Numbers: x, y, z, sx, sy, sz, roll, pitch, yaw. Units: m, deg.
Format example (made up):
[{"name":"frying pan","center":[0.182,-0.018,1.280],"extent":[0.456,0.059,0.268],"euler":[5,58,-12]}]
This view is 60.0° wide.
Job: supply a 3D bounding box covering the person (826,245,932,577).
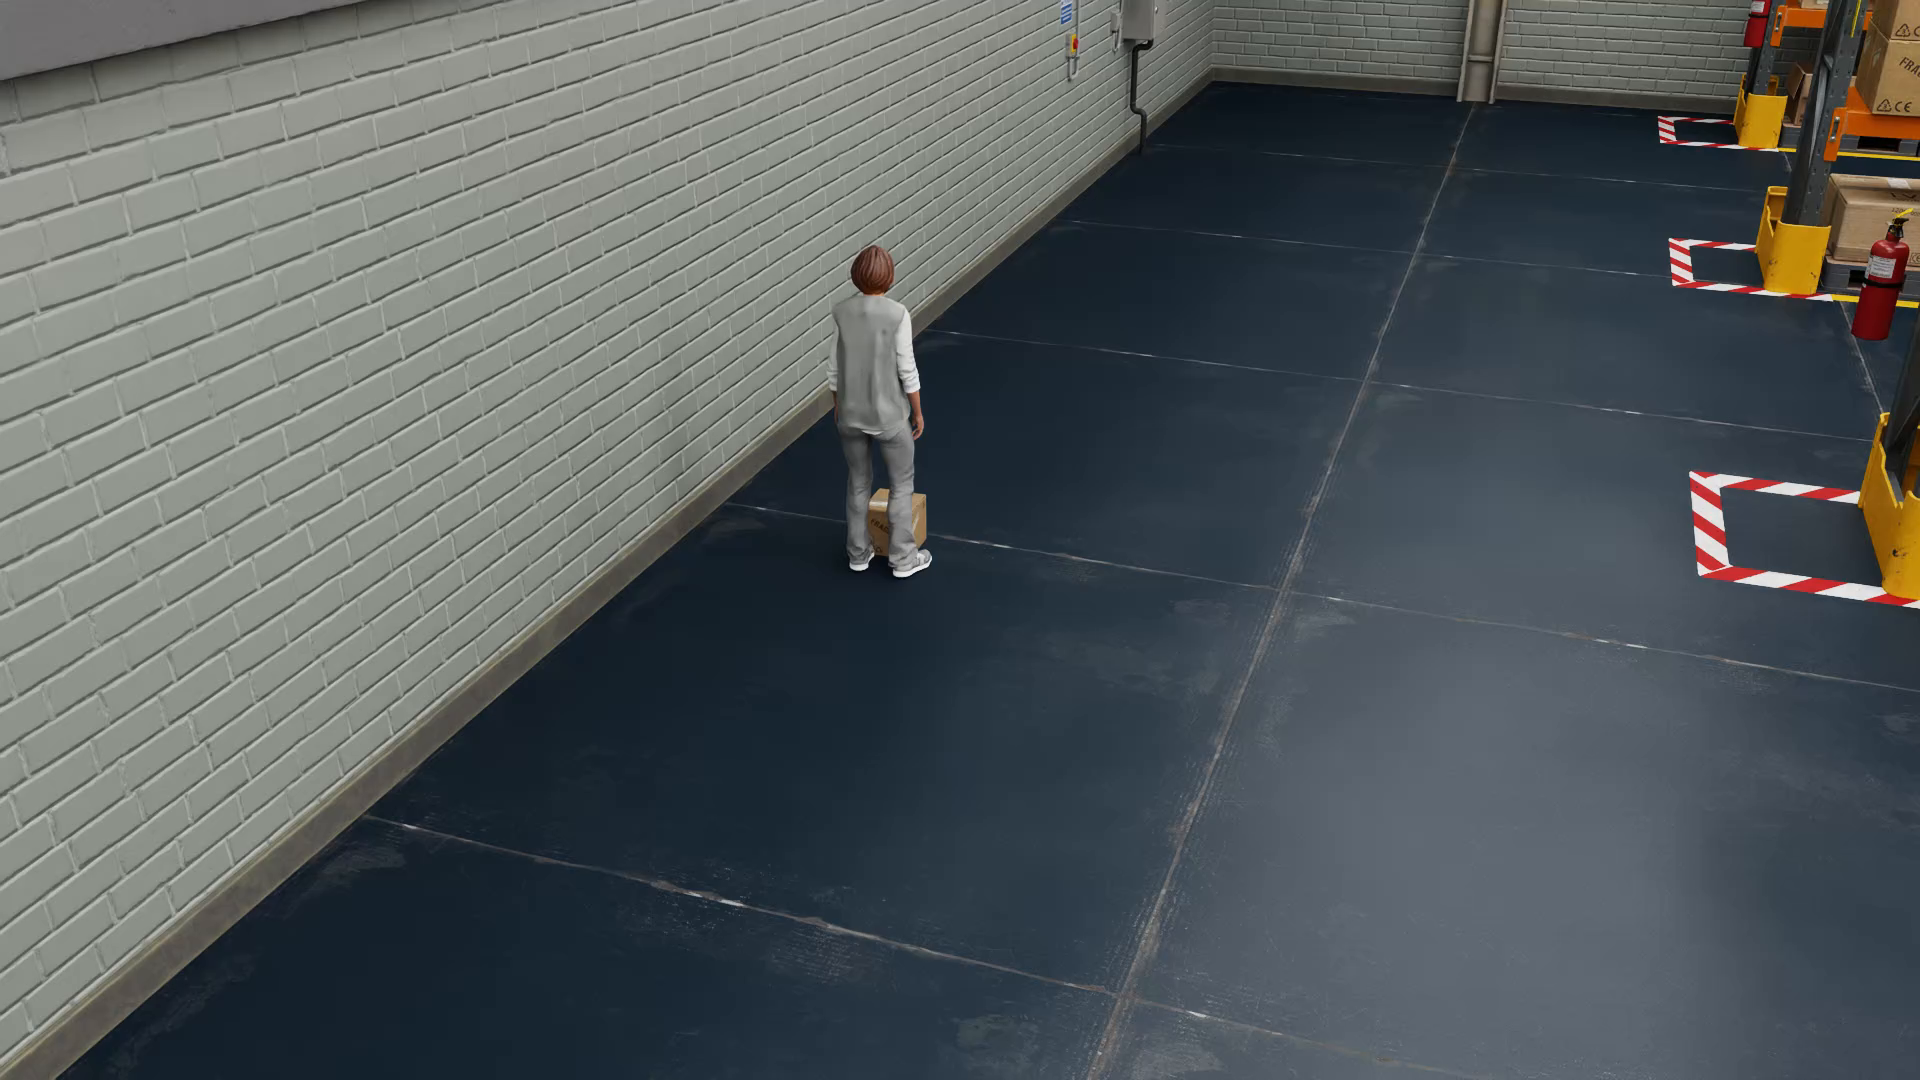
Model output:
[{"name":"person","center":[-0.396,-0.582,7.813],"extent":[0.463,1.593,0.345],"euler":[9,27,17]}]
